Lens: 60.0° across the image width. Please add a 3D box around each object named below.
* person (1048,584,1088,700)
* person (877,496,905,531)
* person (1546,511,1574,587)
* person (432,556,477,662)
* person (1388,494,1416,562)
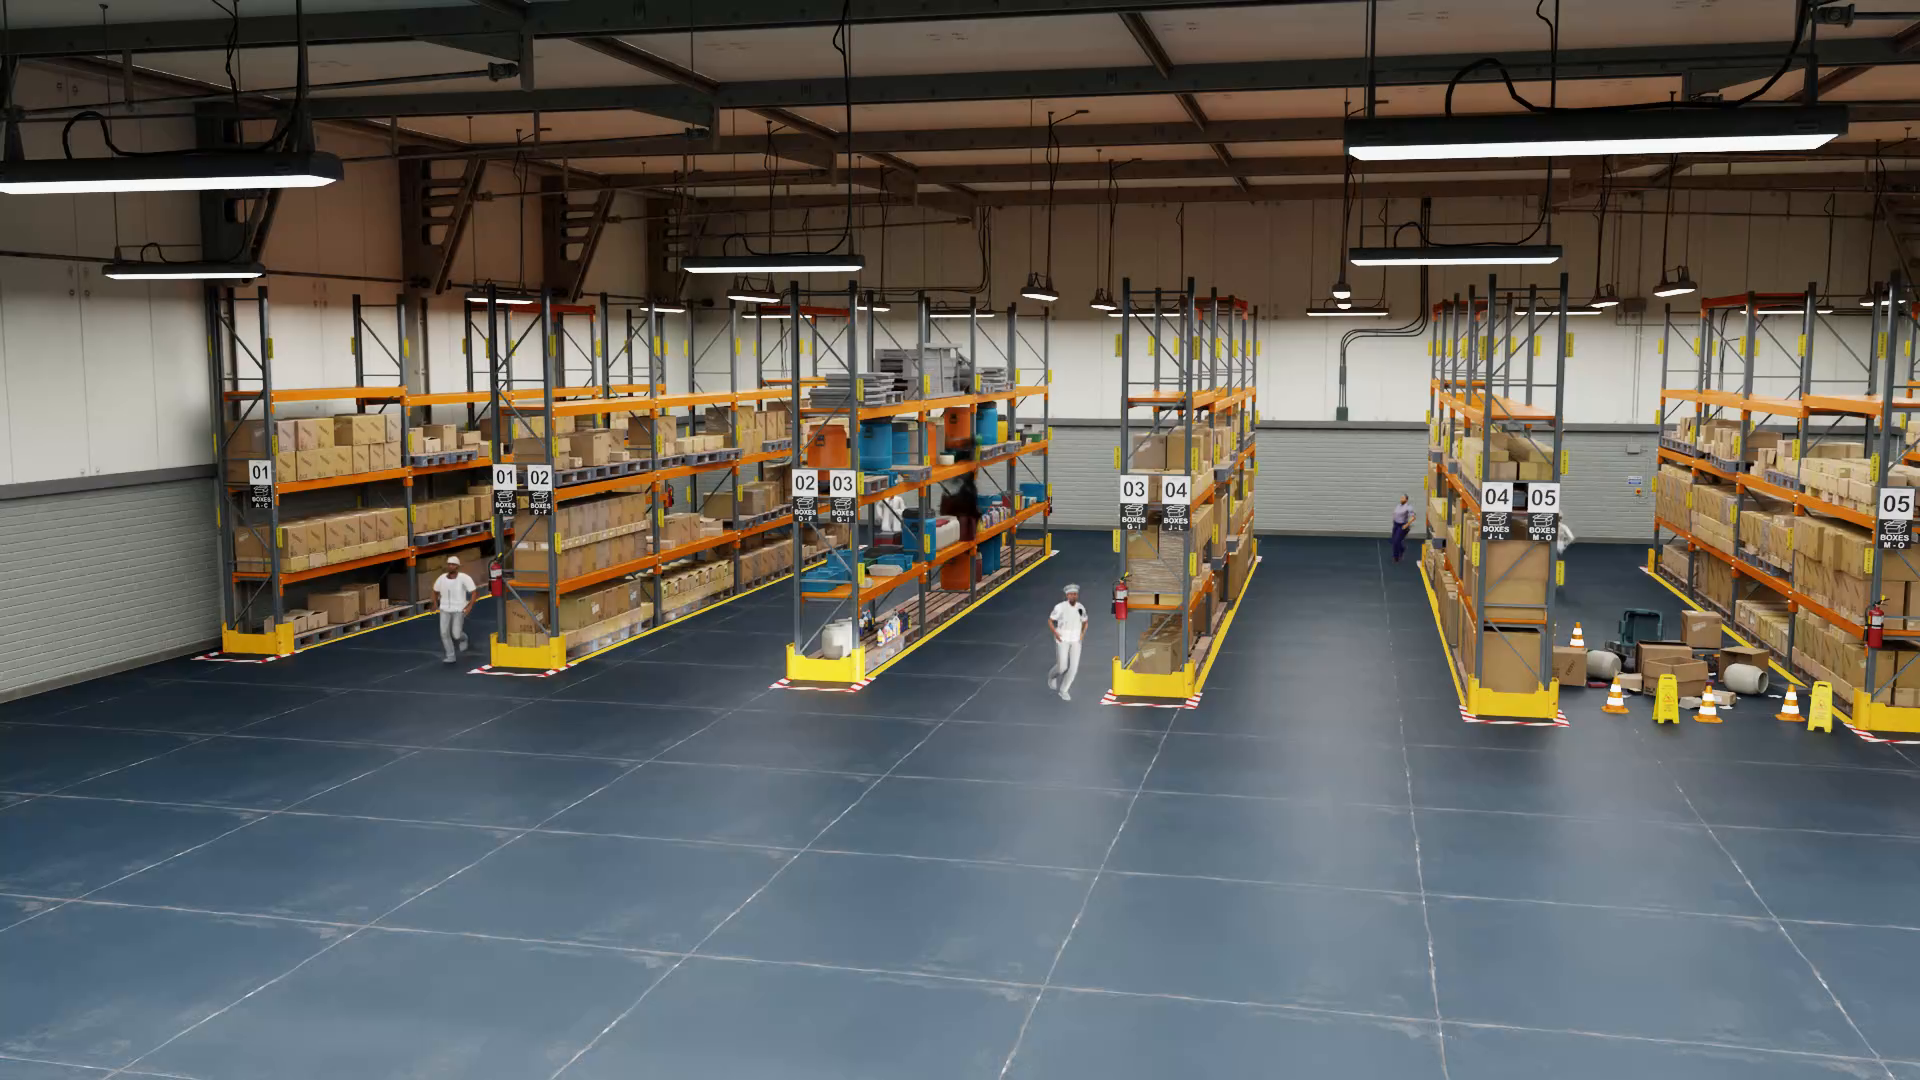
[{"bbox_3d":[1.566,1.444,23.967,0.601,1.663,0.551,-2,7,-14],"label":"person"},{"bbox_3d":[-1.650,-0.422,39.594,0.691,1.753,0.723,0,7,-1],"label":"person"},{"bbox_3d":[12.363,0.210,34.508,0.626,1.665,0.823,0,7,1],"label":"person"},{"bbox_3d":[-8.098,1.103,26.638,0.743,1.700,0.626,1,7,5],"label":"person"},{"bbox_3d":[10.451,-0.282,39.192,0.664,1.628,0.655,-4,8,-32],"label":"person"}]
